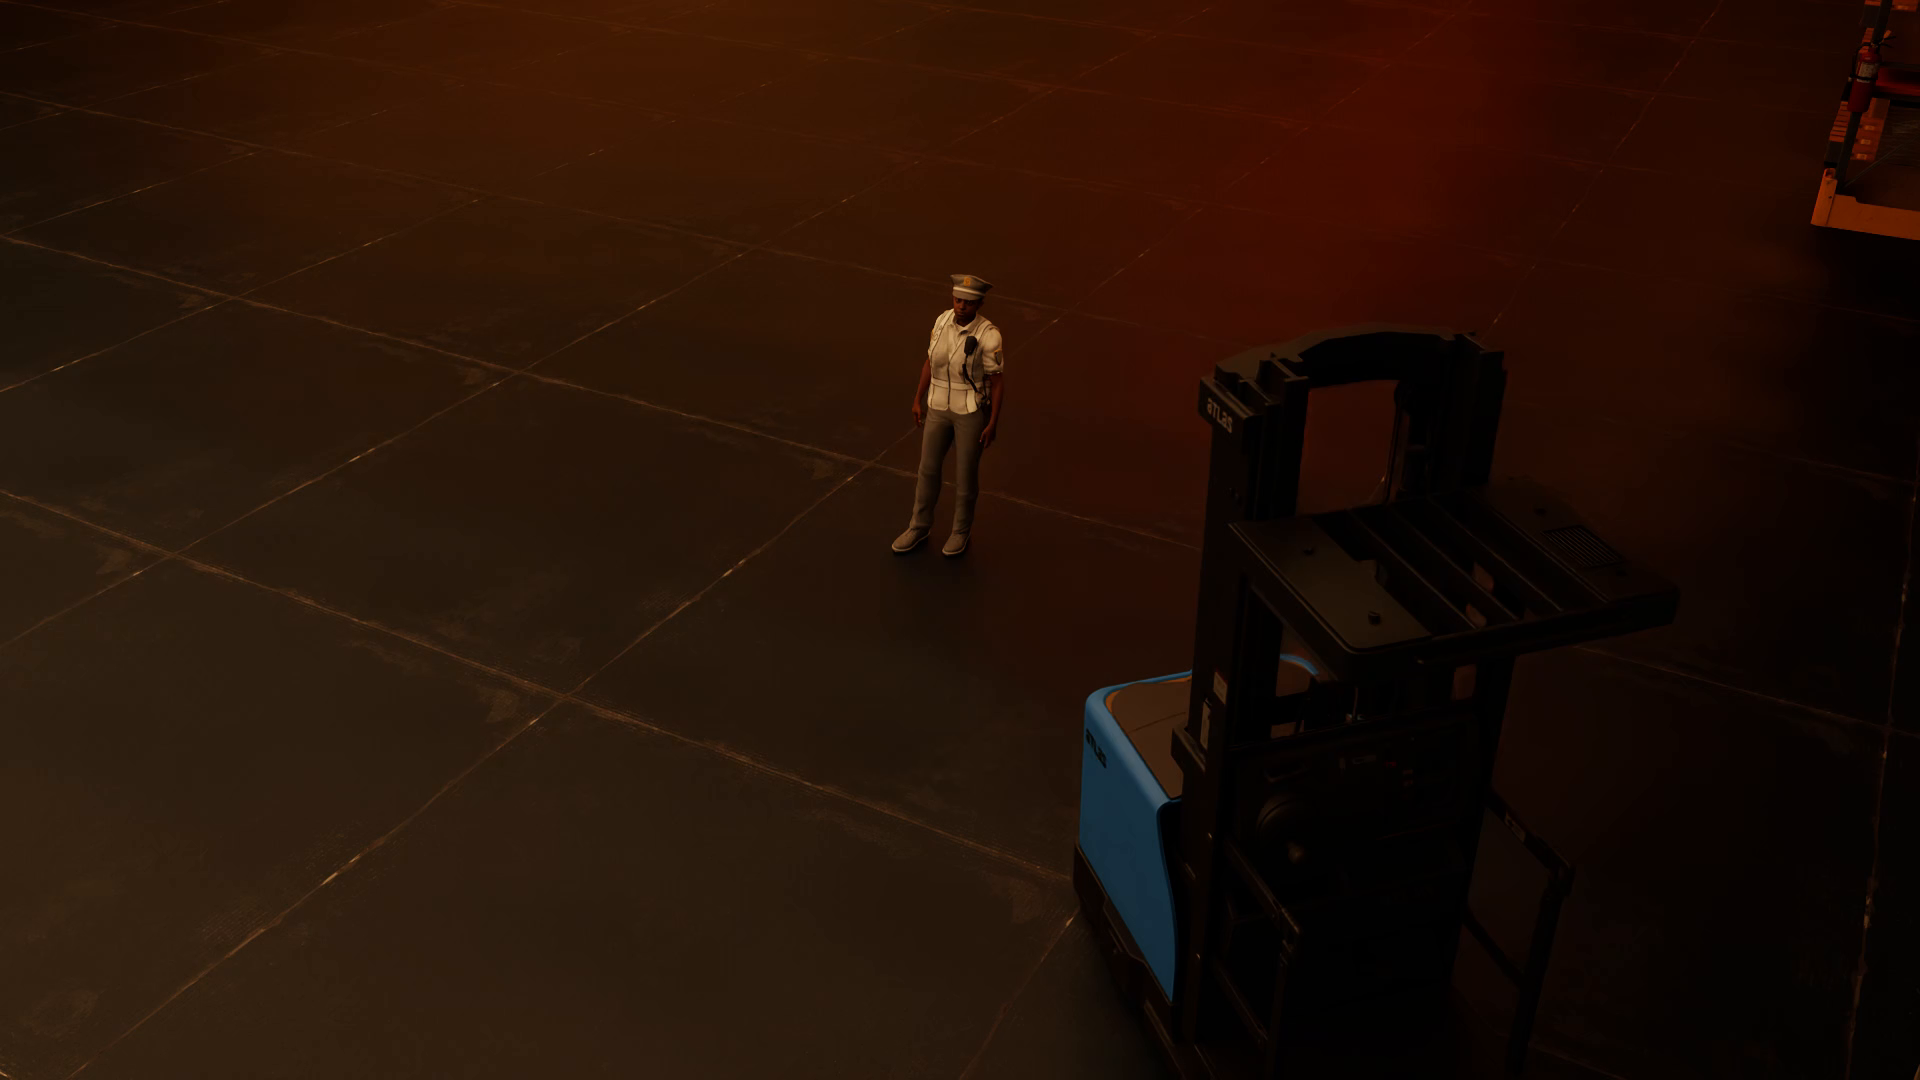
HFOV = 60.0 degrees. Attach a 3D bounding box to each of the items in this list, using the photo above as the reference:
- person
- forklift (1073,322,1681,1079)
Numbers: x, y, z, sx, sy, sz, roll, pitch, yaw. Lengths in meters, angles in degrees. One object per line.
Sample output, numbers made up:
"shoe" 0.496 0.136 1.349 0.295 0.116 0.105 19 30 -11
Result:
"person" -0.053 -0.712 9.526 0.570 1.697 0.528 15 33 25
"forklift" 1.432 0.899 5.513 1.130 2.935 3.031 -9 31 -16
